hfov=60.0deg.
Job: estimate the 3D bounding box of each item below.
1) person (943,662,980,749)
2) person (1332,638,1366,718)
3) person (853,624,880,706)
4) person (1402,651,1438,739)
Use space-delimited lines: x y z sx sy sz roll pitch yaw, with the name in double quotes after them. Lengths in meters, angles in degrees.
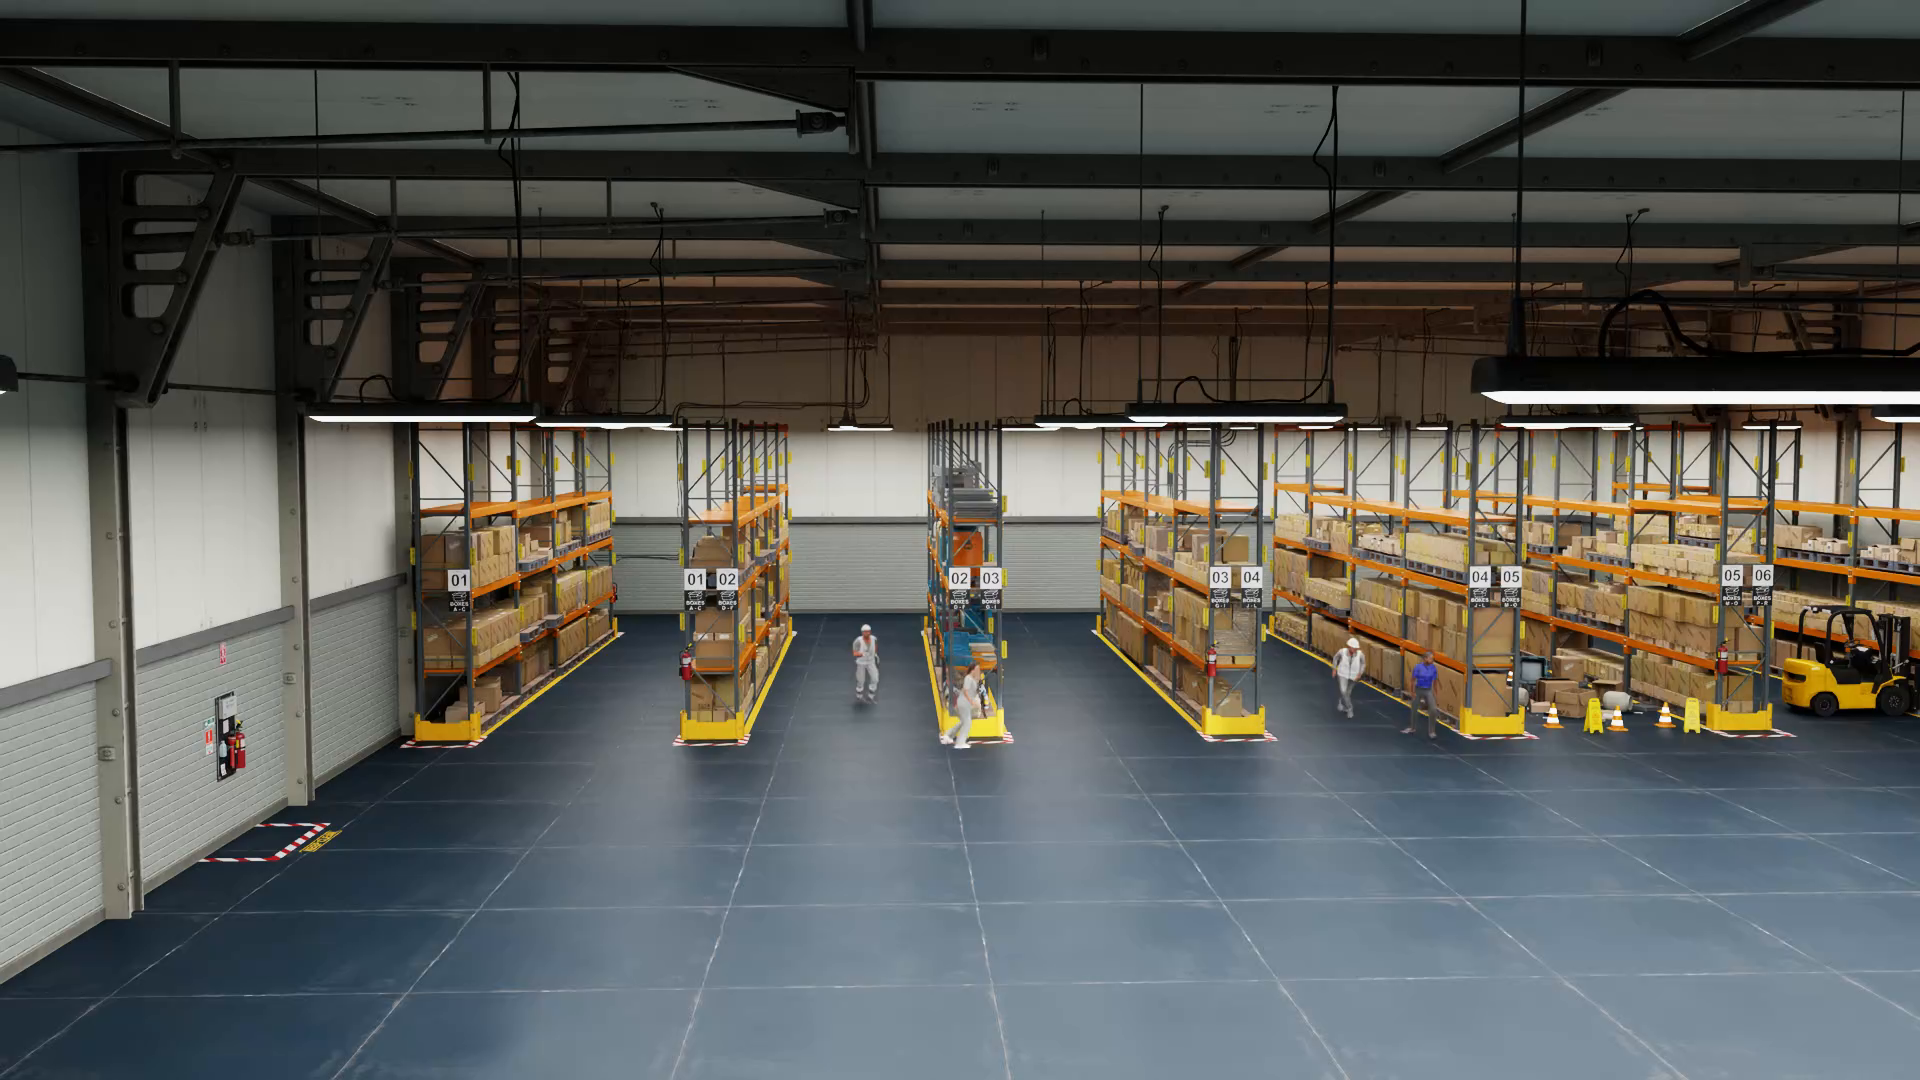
0.032 2.991 30.175 0.698 1.595 0.559 0 4 8 "person"
7.853 2.745 33.658 0.667 1.618 1.108 0 4 4 "person"
-1.975 2.615 34.956 0.629 1.723 0.946 -1 4 -18 "person"
8.724 2.924 31.475 0.605 1.628 0.601 0 4 4 "person"
